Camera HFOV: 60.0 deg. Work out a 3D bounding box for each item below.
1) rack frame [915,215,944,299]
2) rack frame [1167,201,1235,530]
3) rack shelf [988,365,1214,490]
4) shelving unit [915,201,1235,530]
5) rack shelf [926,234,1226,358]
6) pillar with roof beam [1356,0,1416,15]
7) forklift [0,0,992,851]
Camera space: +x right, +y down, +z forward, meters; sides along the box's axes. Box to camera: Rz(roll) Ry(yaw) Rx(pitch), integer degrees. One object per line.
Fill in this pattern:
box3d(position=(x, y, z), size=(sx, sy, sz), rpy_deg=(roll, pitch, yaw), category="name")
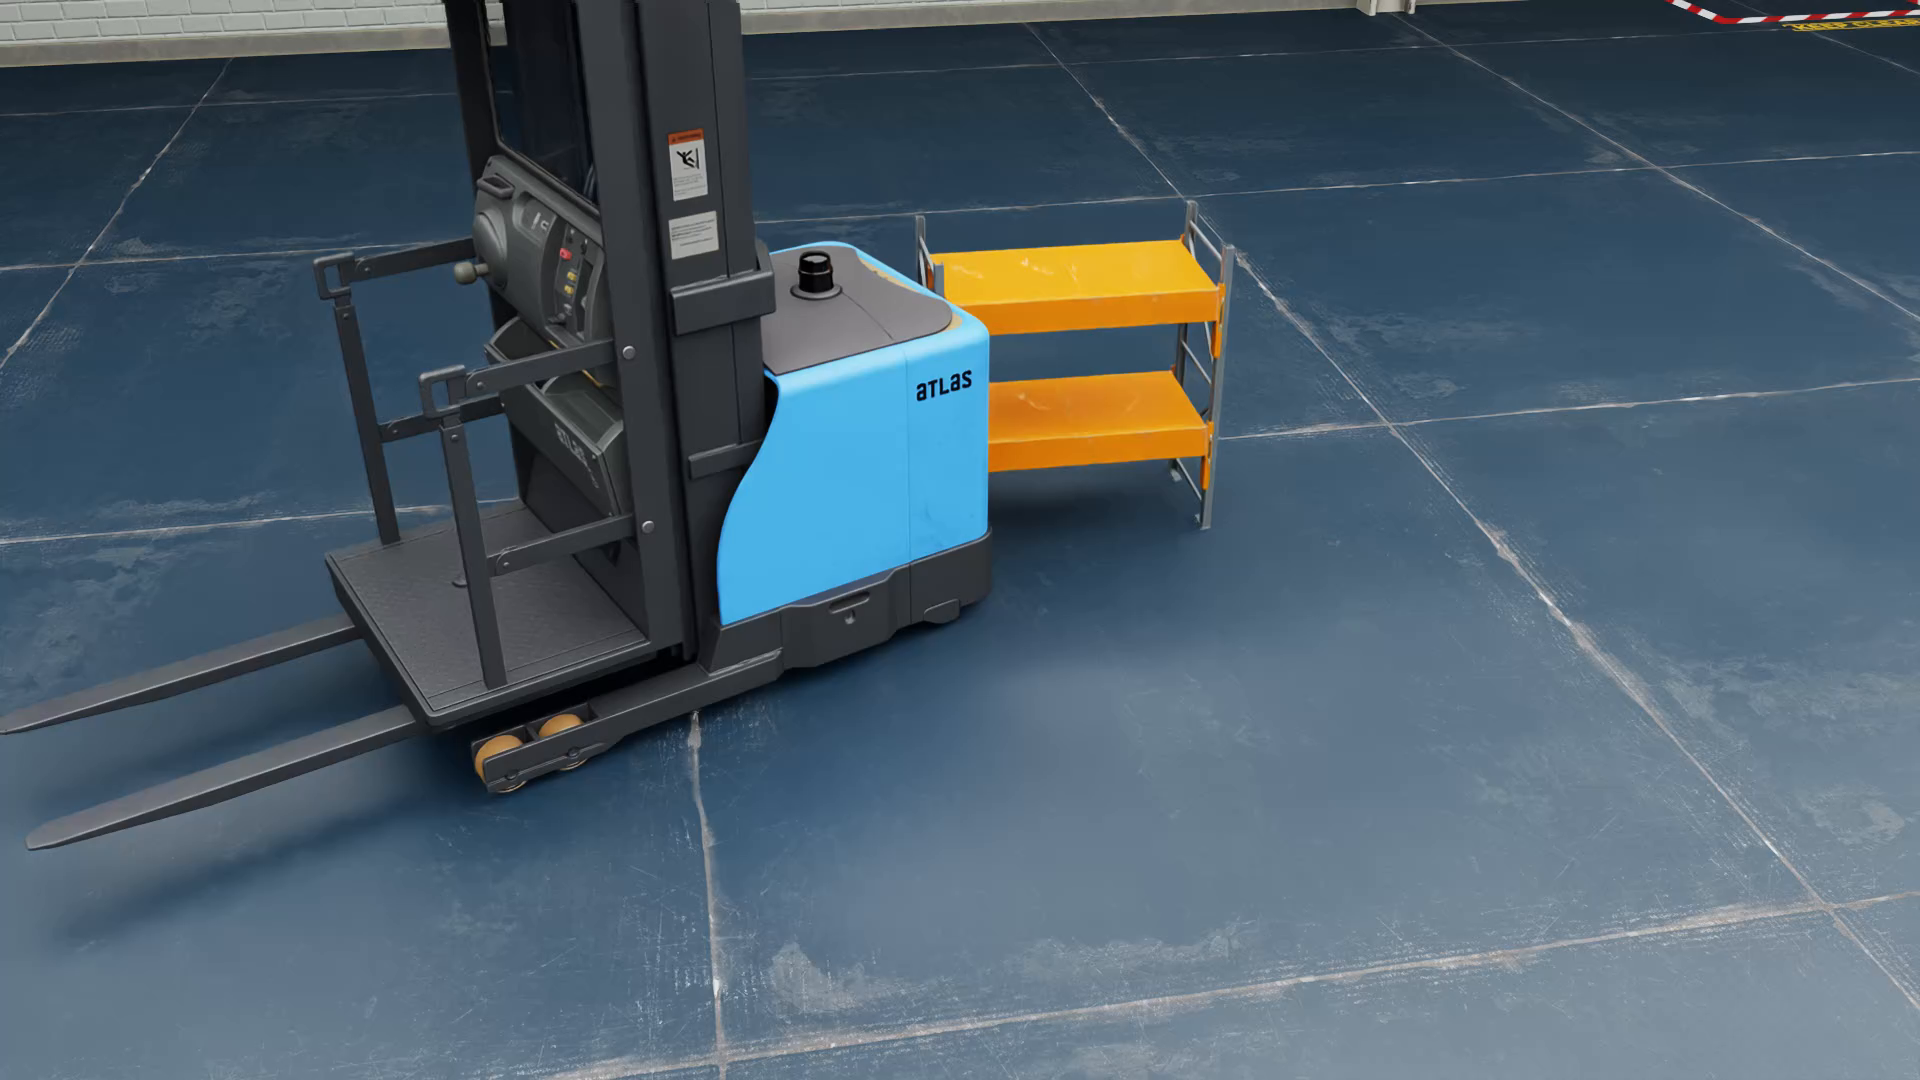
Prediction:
box3d(position=(-0.108, -0.567, 6.105), size=(0.032, 1.125, 0.500), rpy_deg=(-5, 31, -8), category="rack frame")
box3d(position=(0.896, -0.650, 6.245), size=(0.032, 1.125, 0.500), rpy_deg=(-5, 31, -8), category="rack frame")
box3d(position=(0.394, -0.398, 6.299), size=(1.000, 0.278, 0.538), rpy_deg=(-5, 31, -8), category="rack shelf")
box3d(position=(0.394, -0.609, 6.175), size=(1.048, 1.125, 0.538), rpy_deg=(-5, 31, -8), category="shelving unit")
box3d(position=(0.394, -0.861, 6.027), size=(1.000, 0.278, 0.538), rpy_deg=(-5, 31, -8), category="rack shelf")
box3d(position=(4.259, -6.081, 7.714), size=(0.400, 9.000, 9.100), rpy_deg=(-5, 31, -9), category="pillar with roof beam")
box3d(position=(-1.400, -0.816, 4.746), size=(3.031, 2.935, 1.130), rpy_deg=(-19, 35, -29), category="forklift")
